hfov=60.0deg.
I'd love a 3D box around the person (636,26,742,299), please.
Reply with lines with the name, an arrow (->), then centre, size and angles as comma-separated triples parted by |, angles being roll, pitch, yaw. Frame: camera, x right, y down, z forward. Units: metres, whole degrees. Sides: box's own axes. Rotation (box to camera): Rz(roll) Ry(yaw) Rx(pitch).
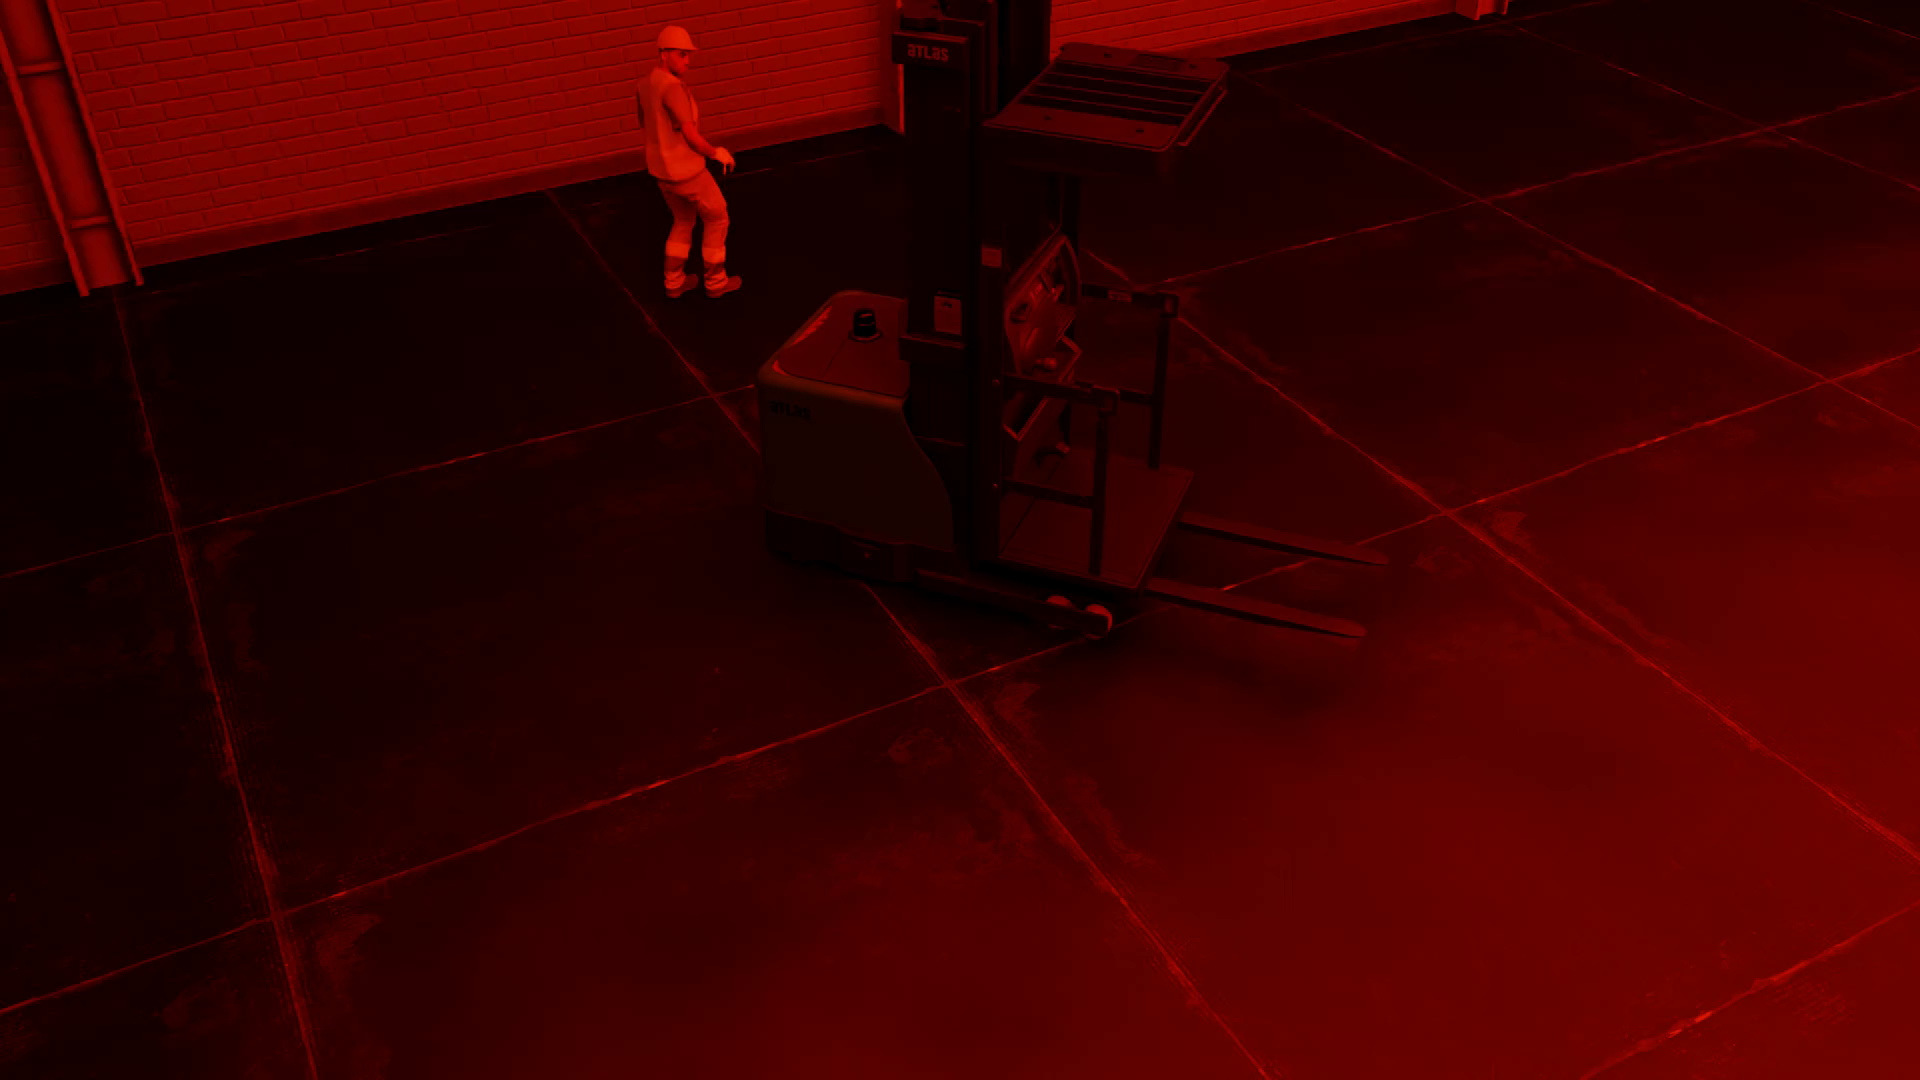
person -> -1.734, -2.369, 10.514 | 0.512, 1.741, 0.740 | -29, 45, -35

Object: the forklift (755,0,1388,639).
forklift -> 0.570, -1.070, 7.637 | 3.031, 2.935, 1.130 | 13, 37, 17
